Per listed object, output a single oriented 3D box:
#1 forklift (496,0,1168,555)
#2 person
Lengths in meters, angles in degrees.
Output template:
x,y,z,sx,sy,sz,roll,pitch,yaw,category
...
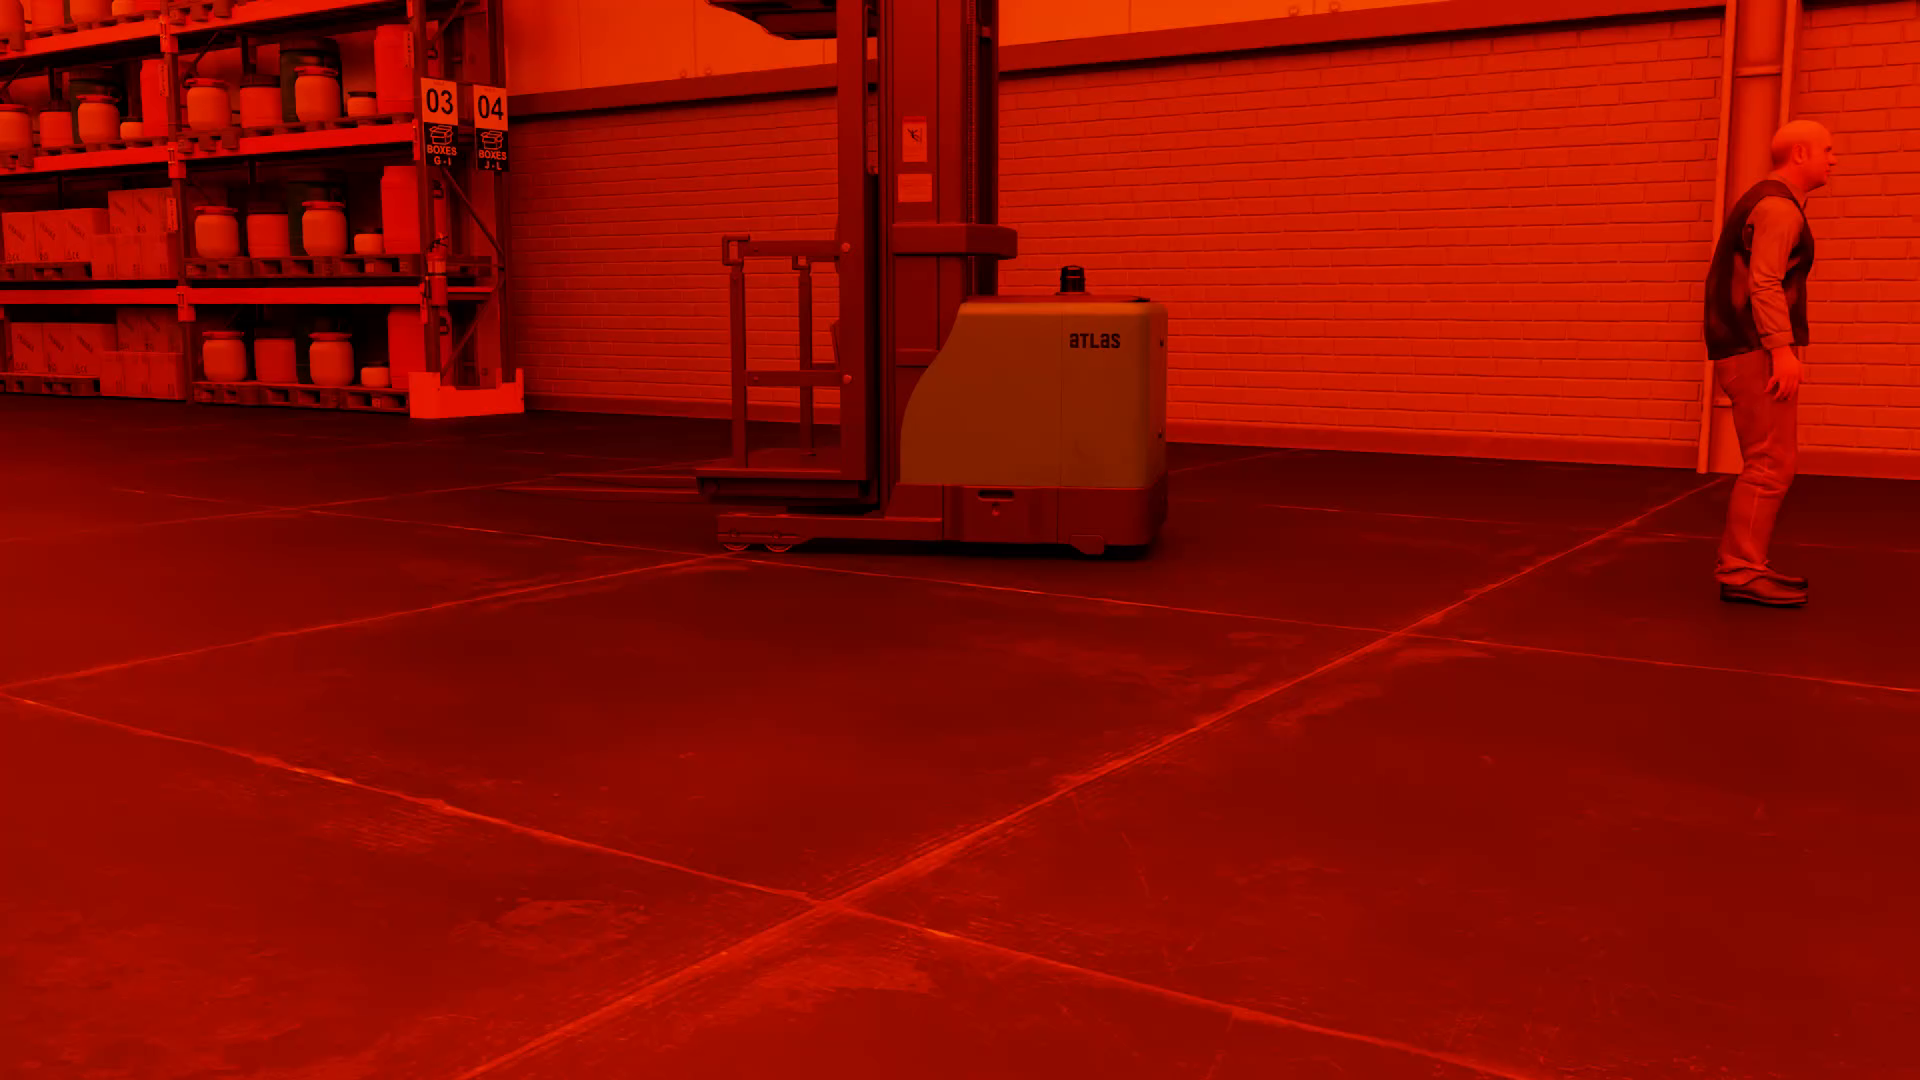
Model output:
x,y,z,sx,sy,sz,roll,pitch,yaw,category
-0.596,-1.469,7.520,3.031,2.935,1.130,2,8,12,forklift
2.938,-0.653,6.084,0.418,1.722,0.593,4,9,24,person
